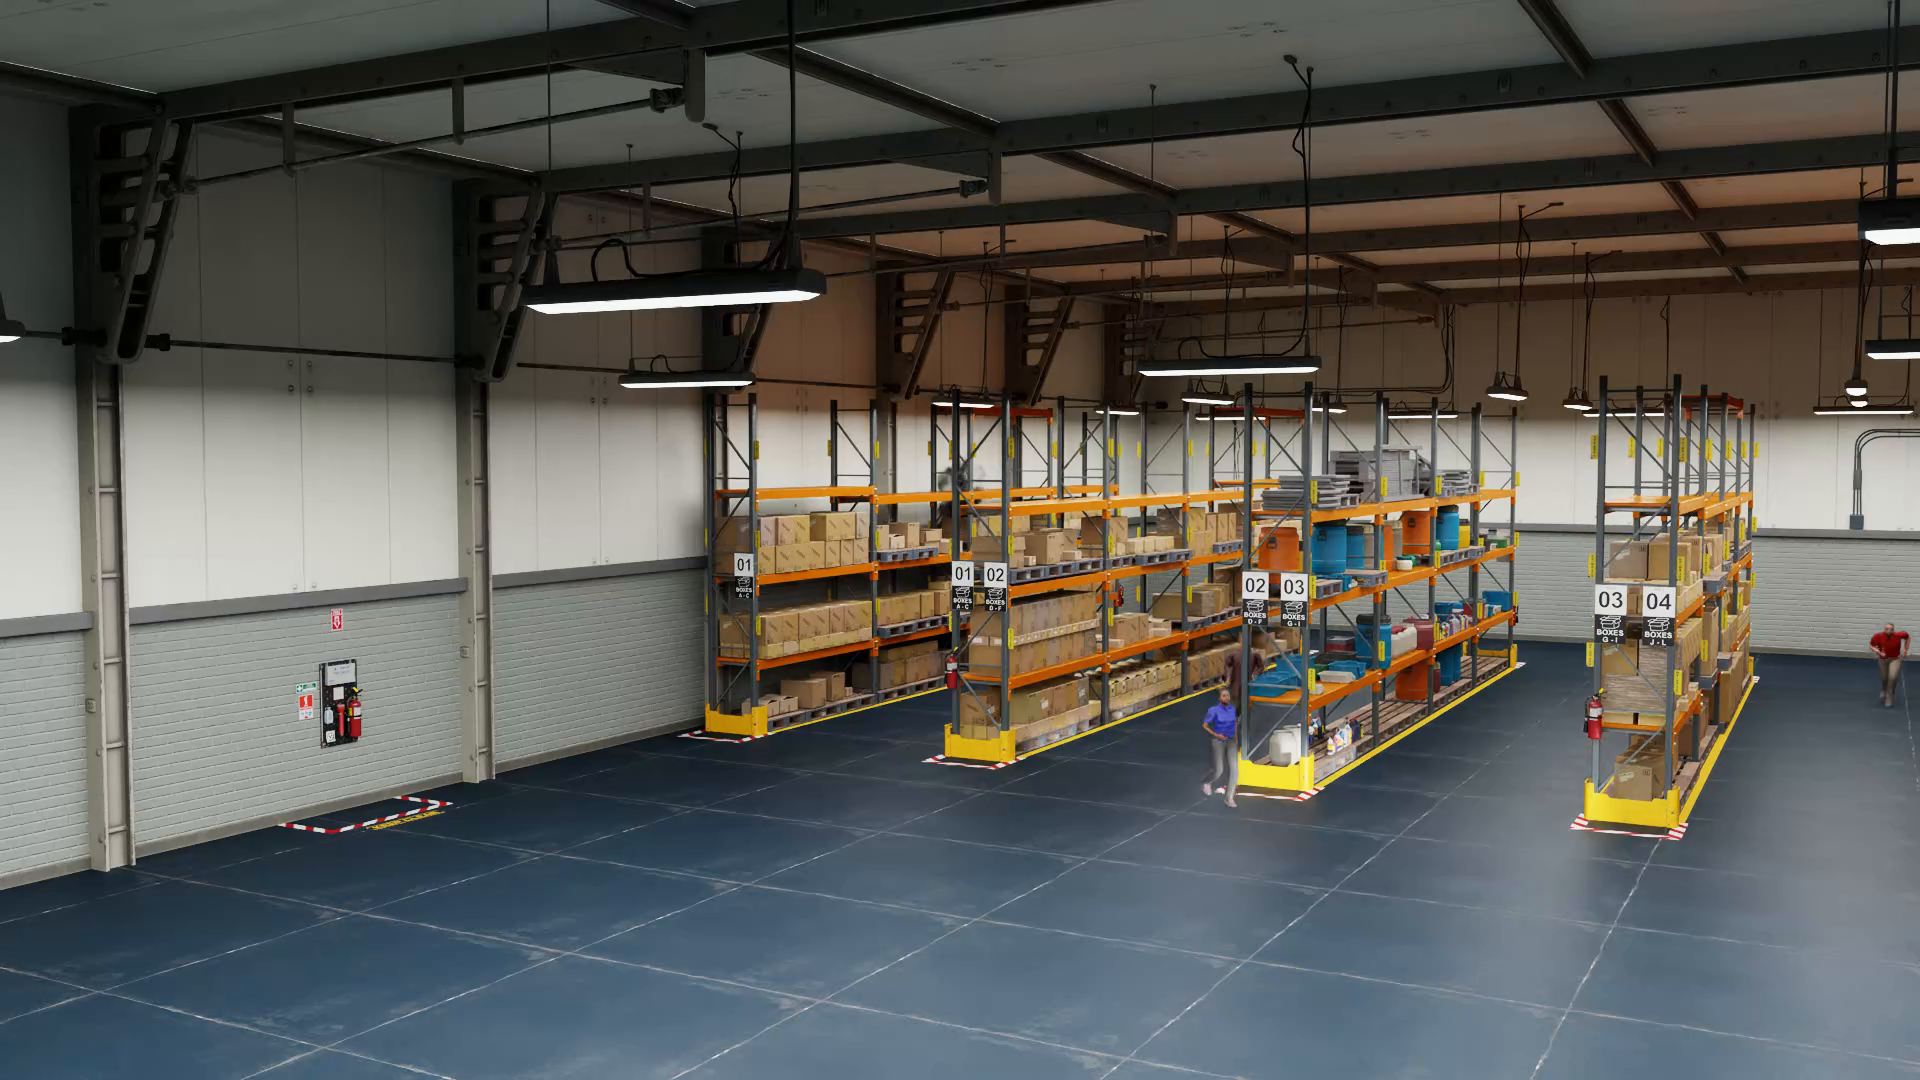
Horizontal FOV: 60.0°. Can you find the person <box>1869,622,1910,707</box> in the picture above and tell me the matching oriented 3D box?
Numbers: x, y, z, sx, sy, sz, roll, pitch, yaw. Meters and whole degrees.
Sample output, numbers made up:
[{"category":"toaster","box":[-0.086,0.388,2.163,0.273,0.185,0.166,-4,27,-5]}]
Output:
[{"category":"person","box":[18.337,2.439,32.828,0.706,1.698,1.004,2,3,27]}]

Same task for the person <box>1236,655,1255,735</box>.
[{"category":"person","box":[5.015,2.686,29.338,0.628,1.473,0.562,1,3,14]}]

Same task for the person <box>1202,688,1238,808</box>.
[{"category":"person","box":[3.709,2.936,23.598,0.584,1.658,0.720,-1,3,-19]}]
